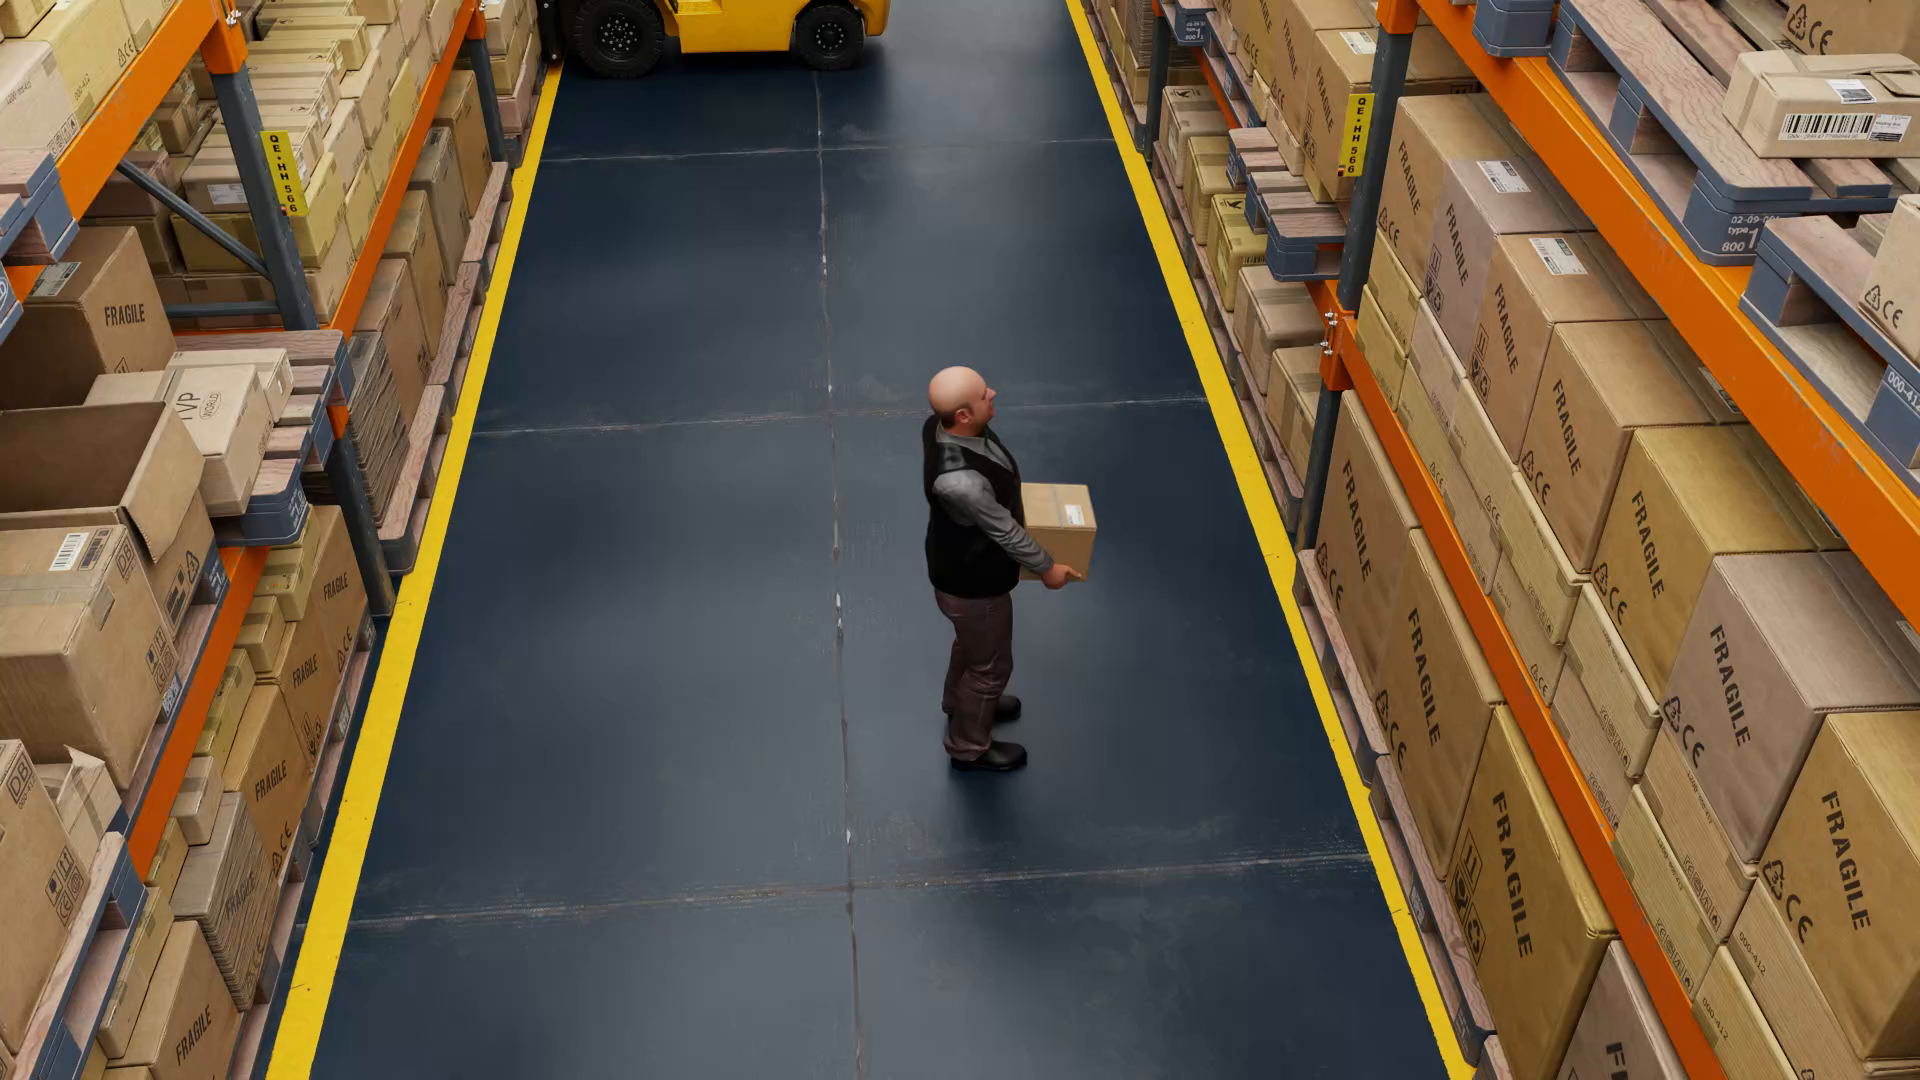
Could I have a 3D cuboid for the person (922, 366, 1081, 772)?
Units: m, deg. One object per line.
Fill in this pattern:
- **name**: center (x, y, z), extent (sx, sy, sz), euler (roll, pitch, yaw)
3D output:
- **person**: center (0.143, 0.100, 6.057), extent (0.551, 1.711, 0.494), euler (-3, 39, -4)
